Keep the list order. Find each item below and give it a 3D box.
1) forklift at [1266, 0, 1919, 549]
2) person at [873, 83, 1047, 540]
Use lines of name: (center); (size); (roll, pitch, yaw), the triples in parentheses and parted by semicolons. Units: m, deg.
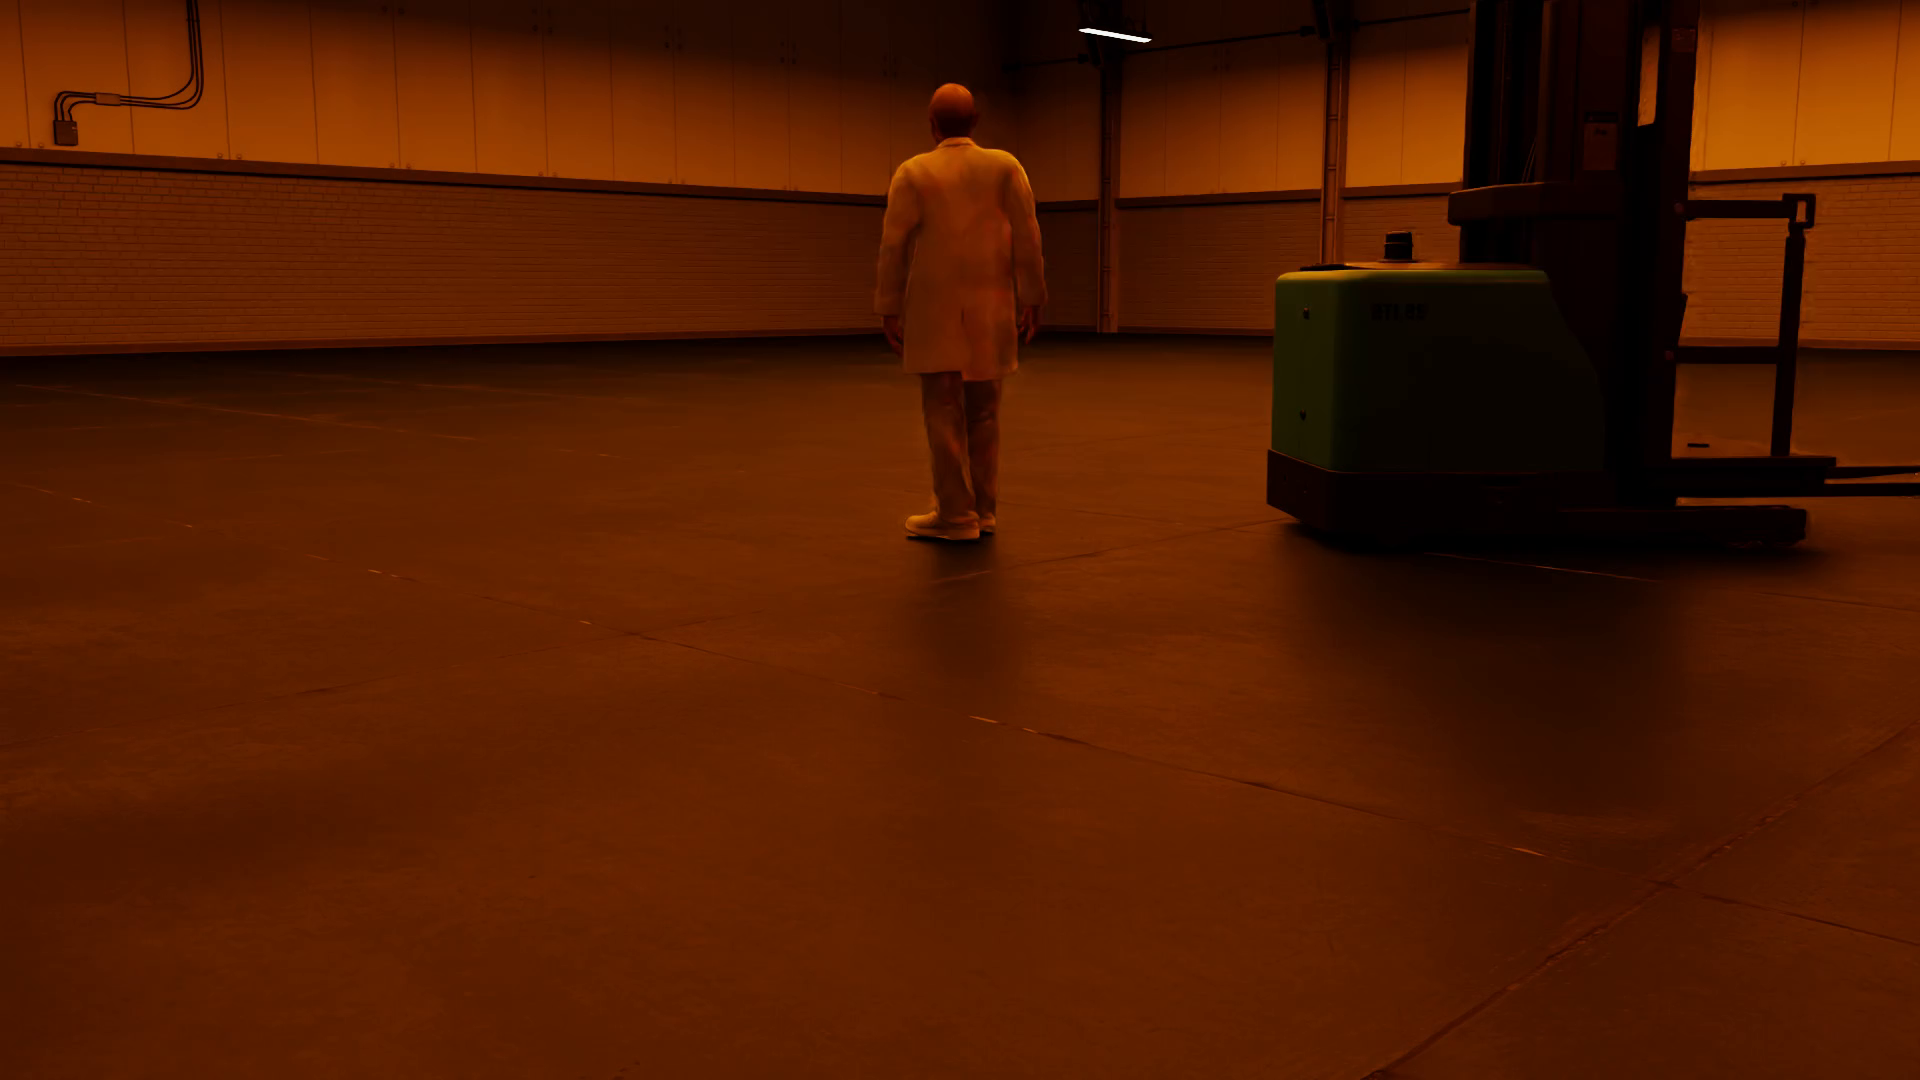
forklift: (2.888, -1.491, 6.776); (3.031, 2.935, 1.130); (-1, 9, -5)
person: (-0.007, -0.907, 6.728); (0.693, 1.777, 0.672); (-1, 9, -5)
